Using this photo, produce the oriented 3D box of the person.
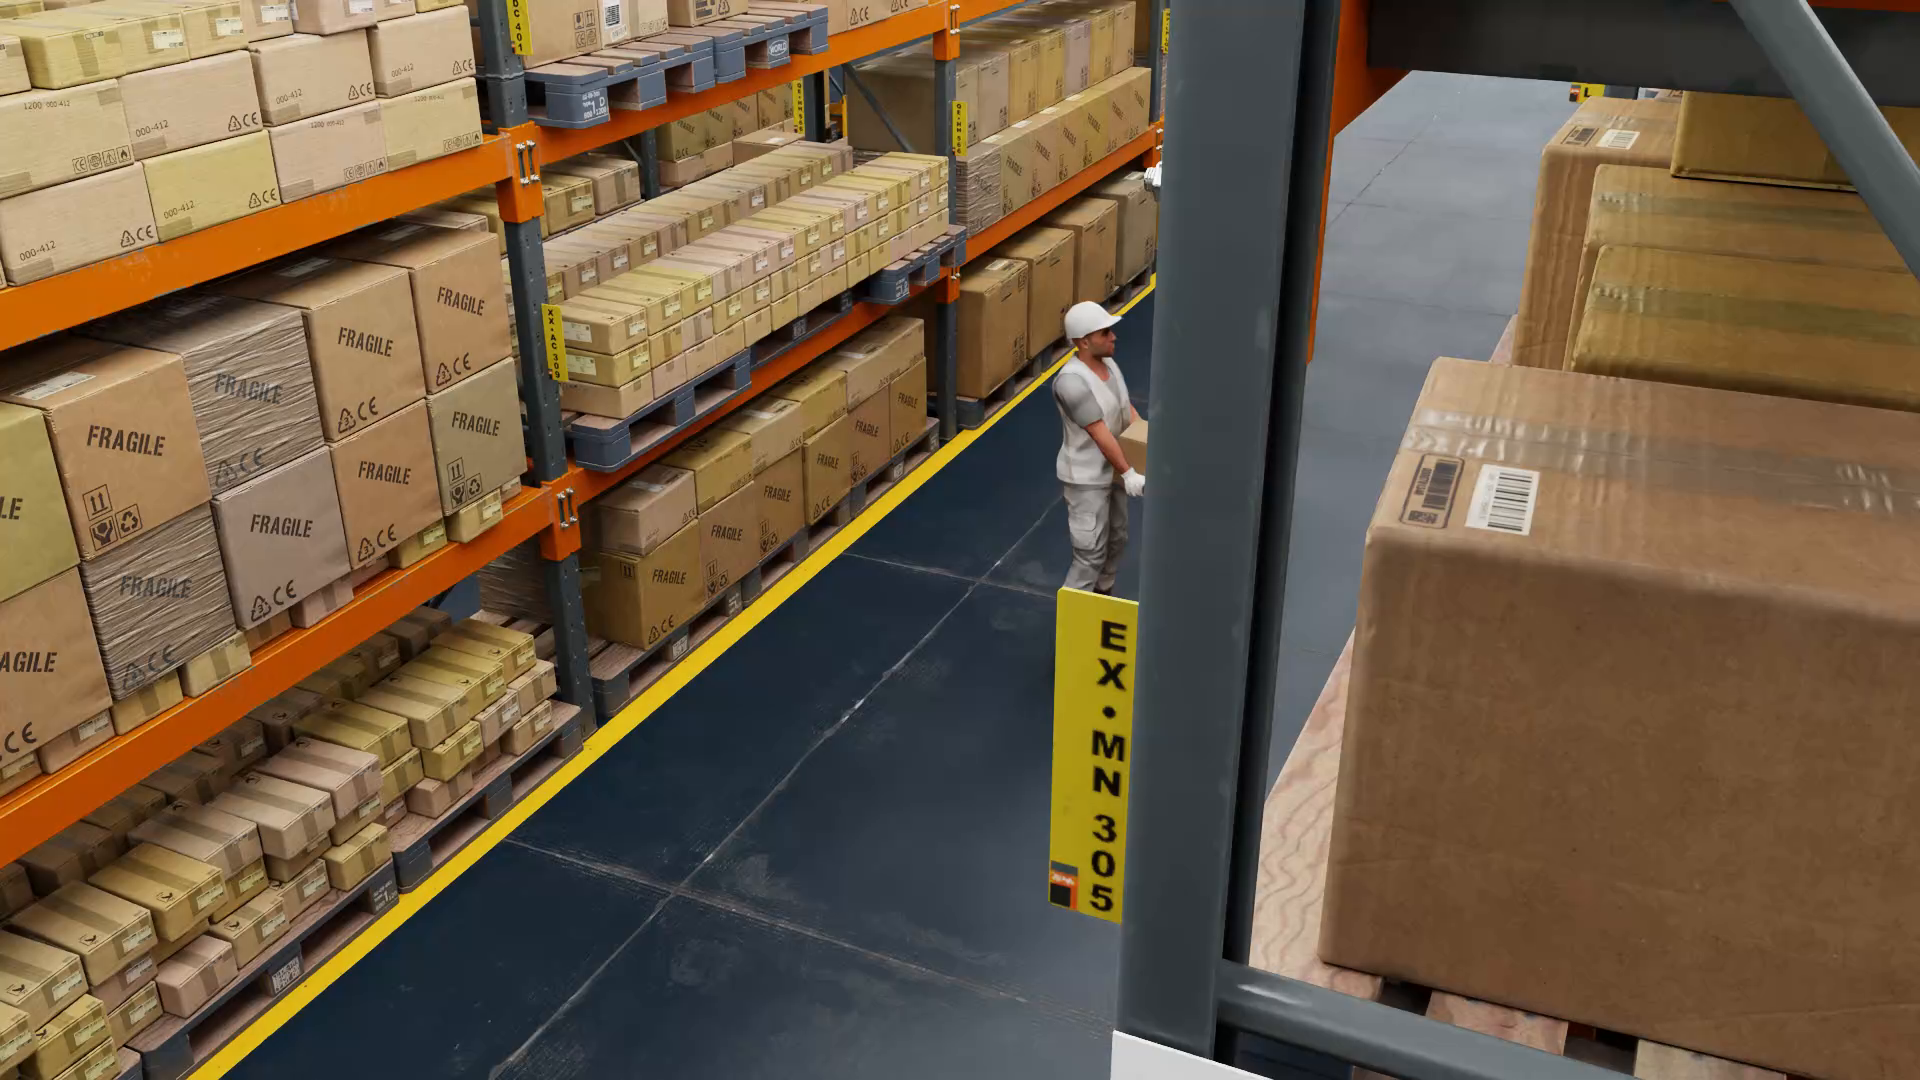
[{"bbox_3d":[0.759,-0.289,8.188,0.570,1.782,0.493,12,28,23],"label":"person"}]
